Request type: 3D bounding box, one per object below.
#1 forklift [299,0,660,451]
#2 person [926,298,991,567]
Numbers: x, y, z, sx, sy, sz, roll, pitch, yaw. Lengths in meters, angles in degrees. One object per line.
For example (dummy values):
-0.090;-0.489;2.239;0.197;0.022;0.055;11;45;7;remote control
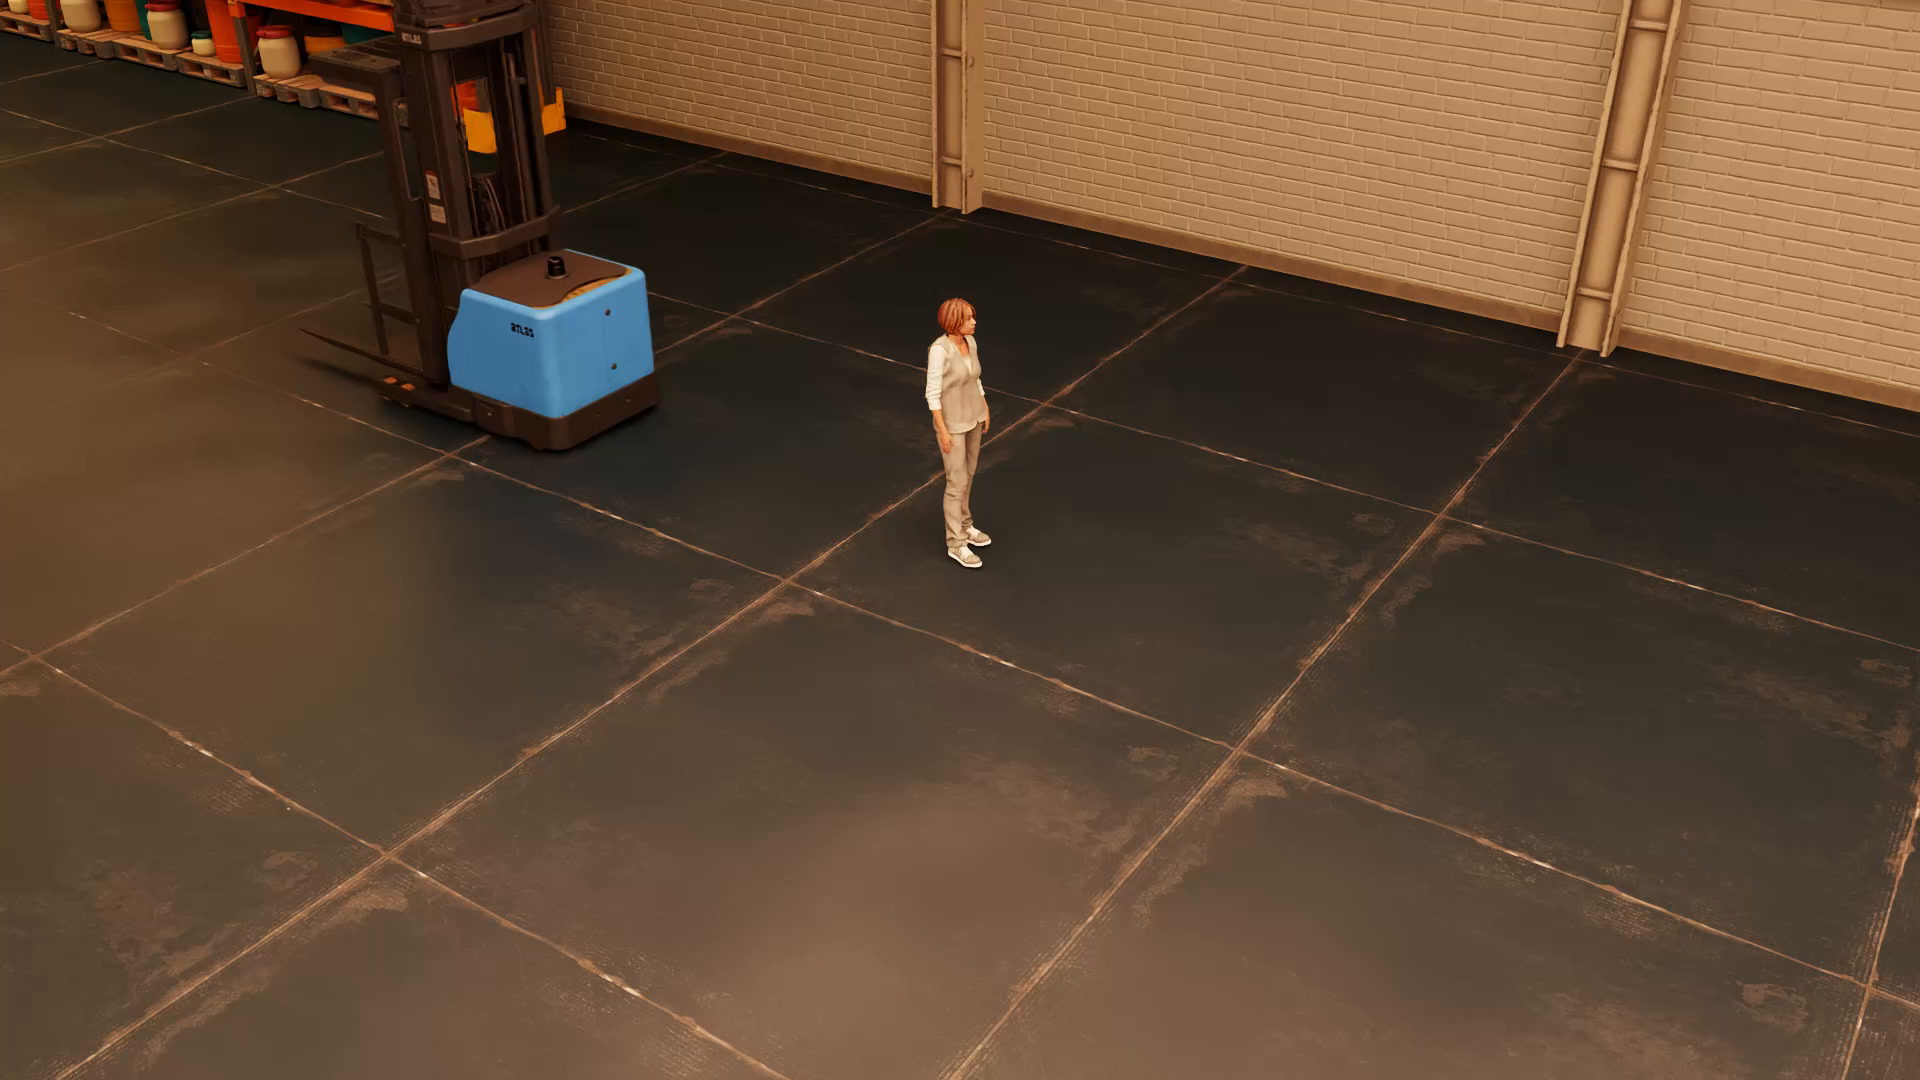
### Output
-3.695;-2.444;11.790;3.031;2.935;1.130;19;35;29;forklift
0.053;-0.671;10.050;0.475;1.597;0.520;19;35;29;person
